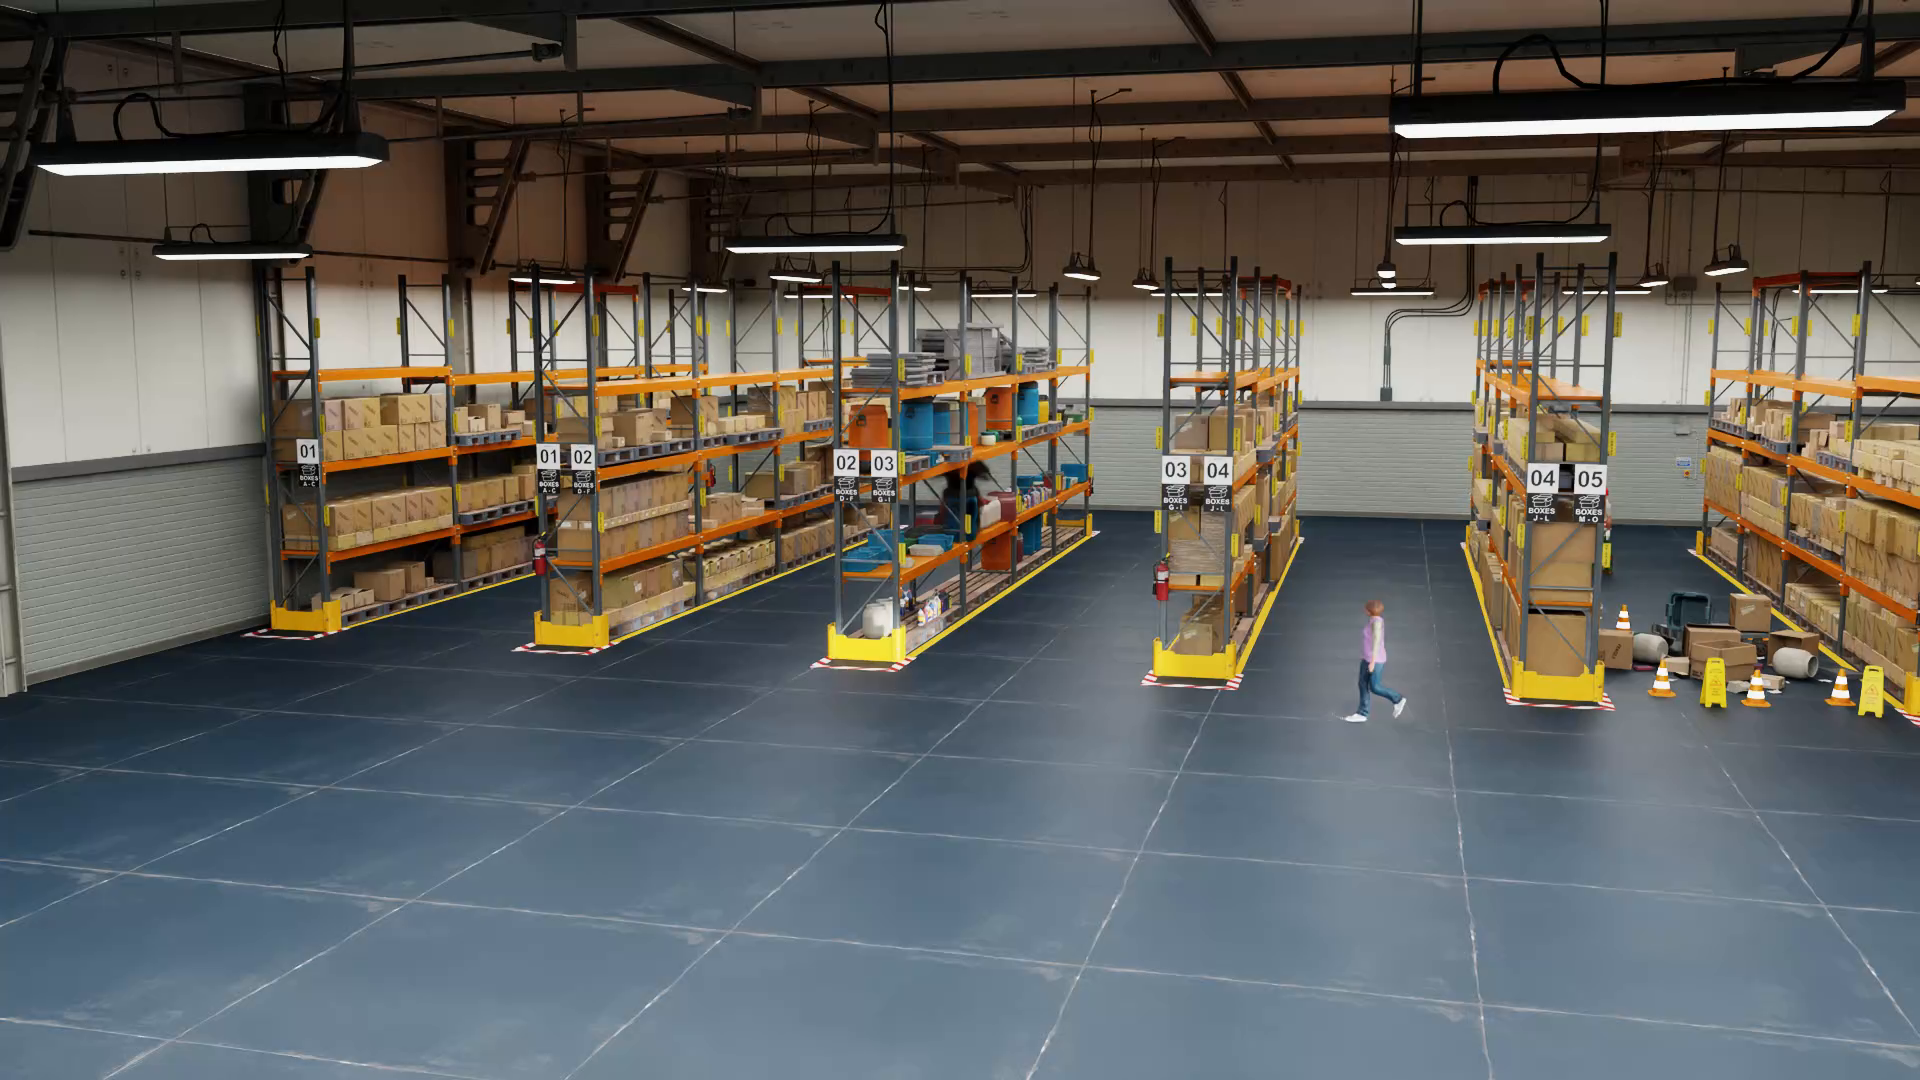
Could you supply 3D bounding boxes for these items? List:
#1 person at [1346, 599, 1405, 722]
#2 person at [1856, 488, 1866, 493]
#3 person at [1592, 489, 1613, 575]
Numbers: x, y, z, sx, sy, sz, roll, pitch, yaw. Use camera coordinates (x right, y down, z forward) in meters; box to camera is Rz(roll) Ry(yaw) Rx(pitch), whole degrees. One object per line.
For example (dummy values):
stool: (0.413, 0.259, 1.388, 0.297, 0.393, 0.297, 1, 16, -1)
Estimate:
person: (5.305, 1.536, 21.153, 0.715, 1.590, 0.381, -2, 7, -13)
person: (21.207, -0.859, 39.405, 1.009, 1.746, 0.596, -1, 7, -4)
person: (13.069, -0.193, 34.059, 0.634, 1.780, 0.574, 3, 8, 25)
